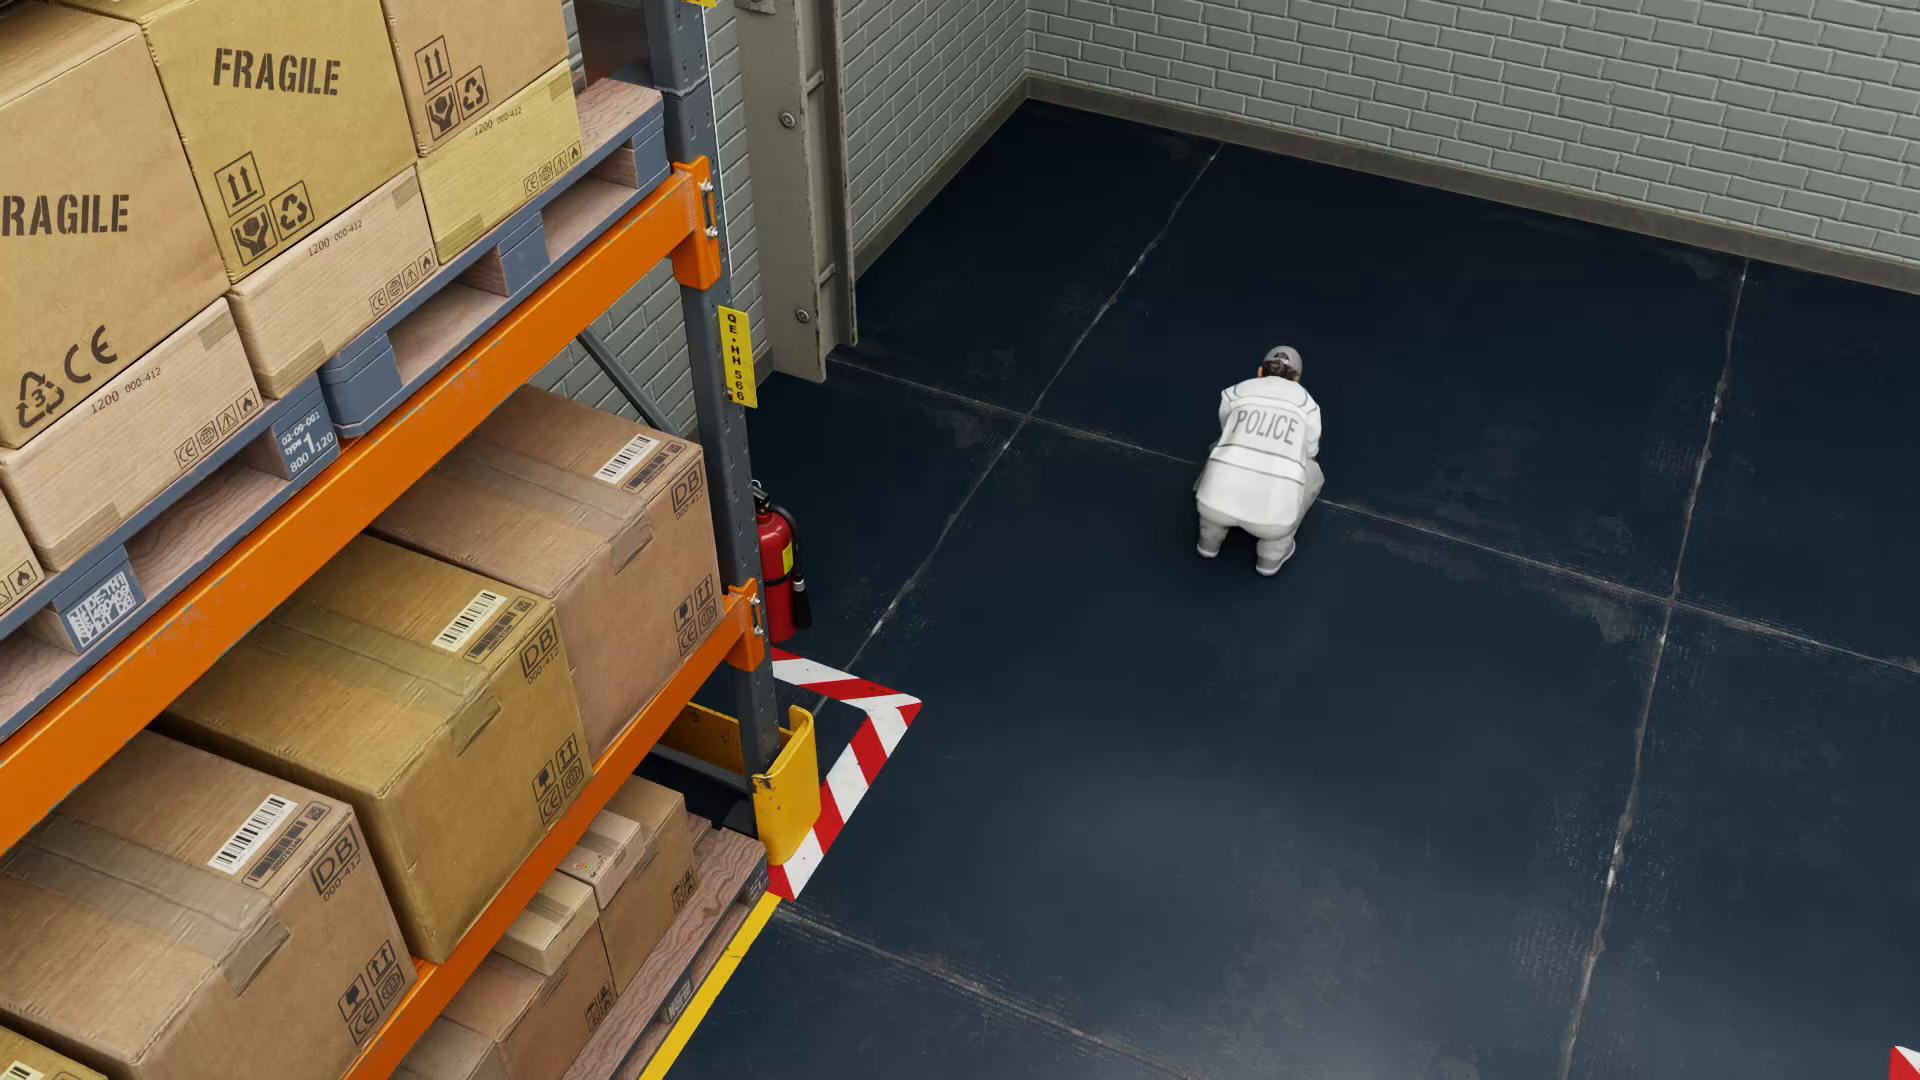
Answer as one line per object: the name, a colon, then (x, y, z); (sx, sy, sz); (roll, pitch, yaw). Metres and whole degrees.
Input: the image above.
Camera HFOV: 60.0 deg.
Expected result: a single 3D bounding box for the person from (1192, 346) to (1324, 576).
person: (1.309, -0.303, 7.235); (0.526, 0.816, 0.899); (17, 45, 18)
